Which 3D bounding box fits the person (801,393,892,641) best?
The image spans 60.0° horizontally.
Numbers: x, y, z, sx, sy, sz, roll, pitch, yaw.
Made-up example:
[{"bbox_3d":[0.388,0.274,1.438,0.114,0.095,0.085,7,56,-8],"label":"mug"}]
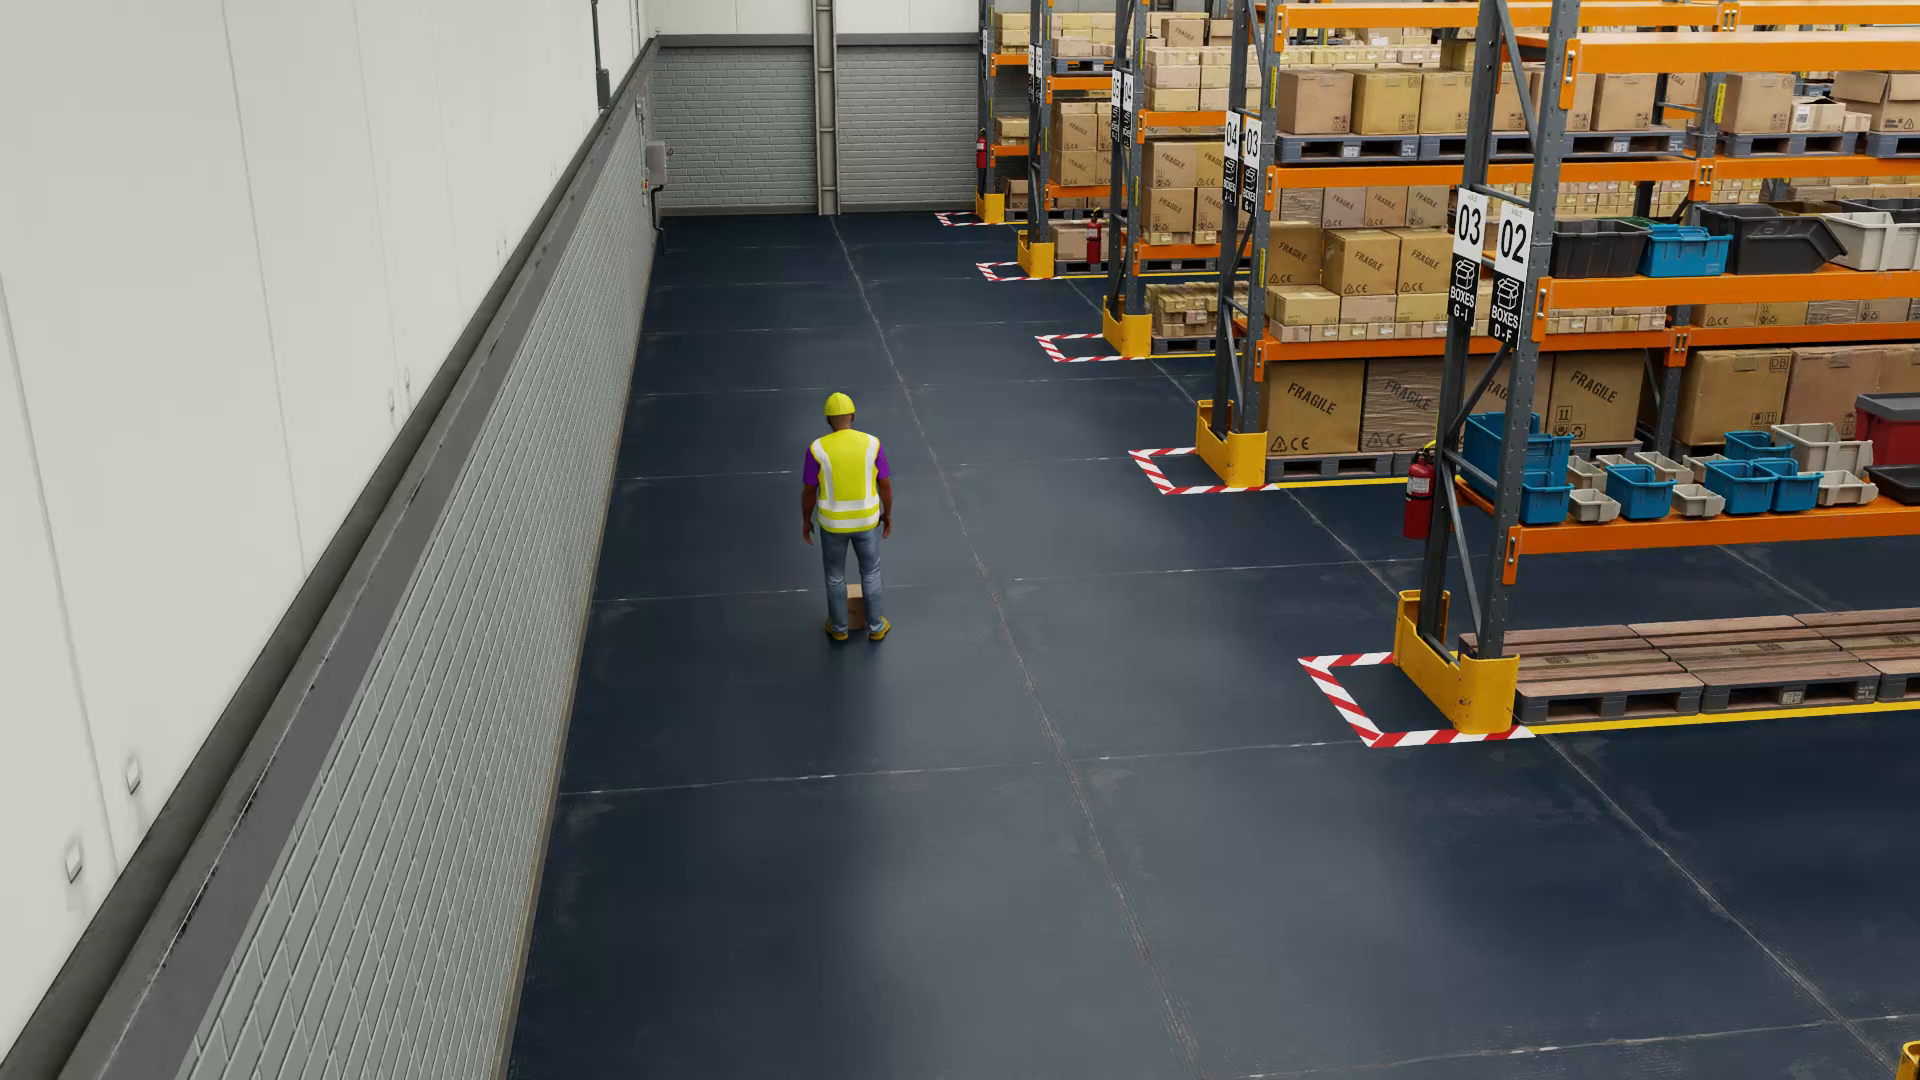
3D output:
[{"bbox_3d":[-0.777,-0.147,11.454,0.632,1.759,0.462,-4,20,-11],"label":"person"}]
